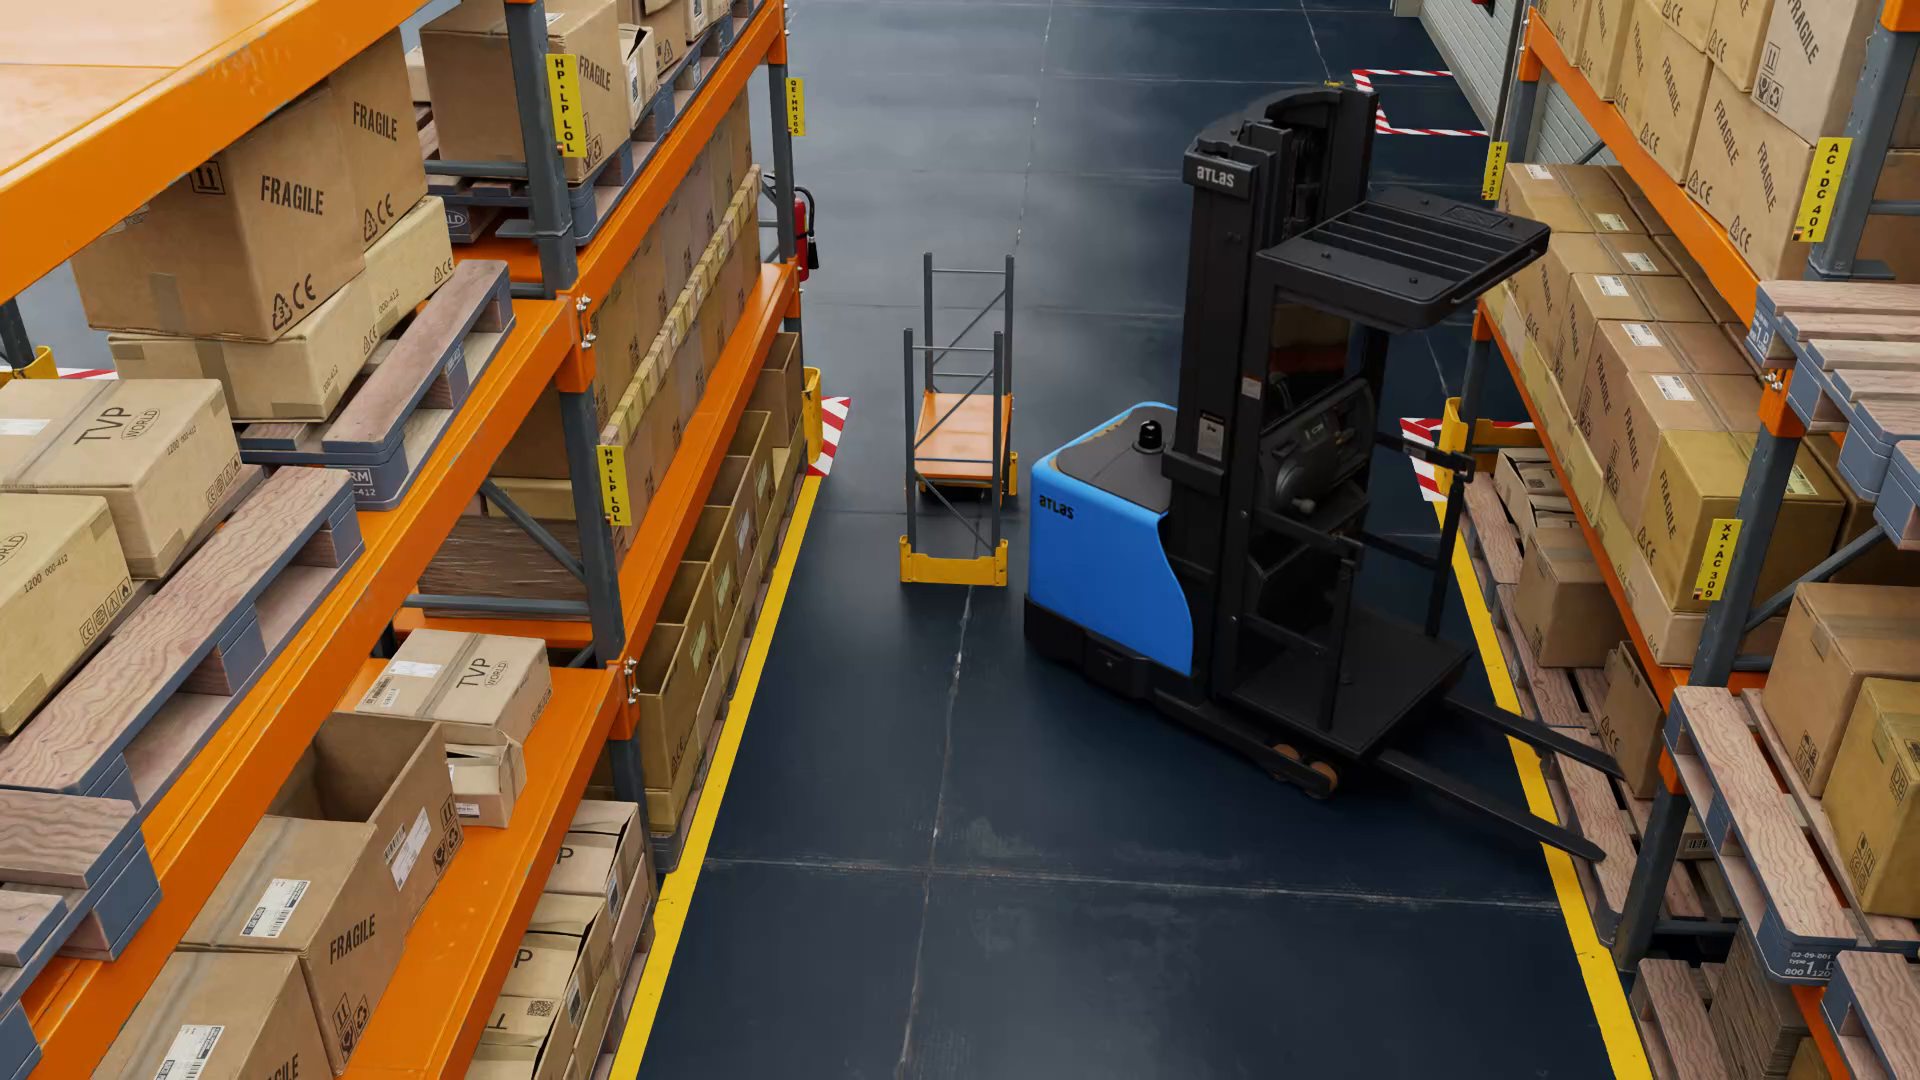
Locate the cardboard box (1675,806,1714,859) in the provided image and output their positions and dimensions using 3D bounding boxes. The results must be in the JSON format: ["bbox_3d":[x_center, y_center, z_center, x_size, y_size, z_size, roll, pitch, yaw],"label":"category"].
[{"bbox_3d":[3.168,1.195,7.013,0.380,0.166,0.250,-2,32,-2],"label":"cardboard box"}]

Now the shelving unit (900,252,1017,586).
[{"bbox_3d":[0.006,-0.678,9.201,0.587,1.500,1.083,2,32,4],"label":"shelving unit"}]

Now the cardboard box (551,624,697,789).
[{"bbox_3d":[-1.433,0.691,7.055,0.500,0.500,0.500,2,32,4],"label":"cardboard box"}]

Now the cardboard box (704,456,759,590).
[{"bbox_3d":[-1.313,-0.093,8.328,0.500,0.500,0.500,2,32,4],"label":"cardboard box"}]

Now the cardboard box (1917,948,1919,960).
[{"bbox_3d":[3.004,1.130,4.323,0.700,0.500,0.500,7,32,11],"label":"cardboard box"}]

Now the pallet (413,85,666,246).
[{"bbox_3d":[-1.739,-1.438,6.231,1.003,0.211,1.213,2,32,4],"label":"pallet"}]

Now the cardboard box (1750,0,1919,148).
[{"bbox_3d":[2.925,-1.570,5.292,0.500,0.500,0.500,0,32,0],"label":"cardboard box"}]

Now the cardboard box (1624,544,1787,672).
[{"bbox_3d":[2.891,0.252,6.386,0.500,0.250,0.500,3,32,4],"label":"cardboard box"}]

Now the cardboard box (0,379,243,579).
[{"bbox_3d":[-2.000,-0.147,3.793,0.500,0.250,0.500,0,32,0],"label":"cardboard box"}]

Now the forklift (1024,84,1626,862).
[{"bbox_3d":[1.765,-0.376,7.347,3.031,2.935,1.130,25,40,35],"label":"forklift"}]

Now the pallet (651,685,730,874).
[{"bbox_3d":[-1.677,1.021,7.672,1.003,0.211,1.213,2,32,4],"label":"pallet"}]

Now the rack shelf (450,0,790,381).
[{"bbox_3d":[-1.620,-1.769,7.368,1.077,0.370,4.000,2,32,4],"label":"rack shelf"}]

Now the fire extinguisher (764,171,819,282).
[{"bbox_3d":[-0.985,-1.853,9.751,0.296,0.674,0.183,2,32,4],"label":"fire extinguisher"}]

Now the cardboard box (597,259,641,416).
[{"bbox_3d":[-1.713,-0.843,6.708,0.700,0.500,0.500,2,32,4],"label":"cardboard box"}]

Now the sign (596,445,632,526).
[{"bbox_3d":[-1.241,-0.193,5.957,0.100,0.325,0.005,2,32,4],"label":"sign"}]

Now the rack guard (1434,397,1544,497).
[{"bbox_3d":[3.474,-0.530,9.914,1.175,0.500,0.348,2,32,4],"label":"rack guard"}]

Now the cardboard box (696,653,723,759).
[{"bbox_3d":[-1.397,0.749,7.676,0.500,0.250,0.500,2,32,4],"label":"cardboard box"}]

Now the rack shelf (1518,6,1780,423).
[{"bbox_3d":[3.317,-1.559,7.027,1.077,0.370,4.000,2,32,4],"label":"rack shelf"}]

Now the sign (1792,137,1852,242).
[{"bbox_3d":[2.613,-1.059,5.037,0.100,0.325,0.005,2,32,4],"label":"sign"}]

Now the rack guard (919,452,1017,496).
[{"bbox_3d":[0.047,-0.407,9.952,0.587,0.250,0.087,2,32,4],"label":"rack guard"}]

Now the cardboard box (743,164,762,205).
[{"bbox_3d":[-1.299,-1.954,9.129,0.380,0.149,0.250,2,32,3],"label":"cardboard box"}]

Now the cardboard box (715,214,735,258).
[{"bbox_3d":[-1.362,-1.552,8.477,0.380,0.149,0.250,3,32,5],"label":"cardboard box"}]

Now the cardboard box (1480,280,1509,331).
[{"bbox_3d":[3.124,-1.337,8.965,0.500,0.250,0.500,2,32,3],"label":"cardboard box"}]

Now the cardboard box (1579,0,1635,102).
[{"bbox_3d":[3.086,-2.247,7.344,0.500,0.500,0.500,4,32,6],"label":"cardboard box"}]

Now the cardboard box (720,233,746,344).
[{"bbox_3d":[-1.546,-1.368,8.795,0.700,0.500,0.500,3,32,5],"label":"cardboard box"}]

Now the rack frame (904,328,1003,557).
[{"bbox_3d":[-0.034,-0.417,8.778,0.500,1.500,0.032,2,32,4],"label":"rack frame"}]

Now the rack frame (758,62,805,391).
[{"bbox_3d":[-1.457,-1.844,9.663,1.000,3.000,0.127,2,32,4],"label":"rack frame"}]

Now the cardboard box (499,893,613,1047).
[{"bbox_3d":[-1.566,1.497,5.928,0.500,0.311,0.500,3,32,5],"label":"cardboard box"}]

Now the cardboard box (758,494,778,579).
[{"bbox_3d":[-1.274,-0.035,8.949,0.500,0.250,0.500,2,32,4],"label":"cardboard box"}]

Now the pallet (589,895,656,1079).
[{"bbox_3d":[-1.804,1.822,6.373,1.003,0.211,1.213,2,32,4],"label":"pallet"}]

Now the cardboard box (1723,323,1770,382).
[{"bbox_3d":[3.493,-0.574,7.011,0.500,0.500,0.500,3,32,5],"label":"cardboard box"}]

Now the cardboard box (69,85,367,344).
[{"bbox_3d":[-1.896,-0.844,4.209,0.500,0.500,0.500,5,32,9],"label":"cardboard box"}]

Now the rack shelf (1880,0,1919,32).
[{"bbox_3d":[2.992,-0.574,2.951,1.077,0.370,4.000,2,32,4],"label":"rack shelf"}]

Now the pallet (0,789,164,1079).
[{"bbox_3d":[-2.143,0.784,2.719,1.213,0.211,1.003,4,32,6],"label":"pallet"}]

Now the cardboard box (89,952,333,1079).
[{"bbox_3d":[-1.988,1.419,4.273,0.500,0.500,0.500,1,32,1],"label":"cardboard box"}]

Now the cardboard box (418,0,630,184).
[{"bbox_3d":[-1.479,-1.562,5.718,0.500,0.500,0.500,5,32,8],"label":"cardboard box"}]

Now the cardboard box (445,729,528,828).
[{"bbox_3d":[-1.672,0.773,5.545,0.396,0.266,0.258,2,32,3],"label":"cardboard box"}]

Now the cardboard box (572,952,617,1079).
[{"bbox_3d":[-1.571,1.733,6.079,0.500,0.250,0.500,2,32,3],"label":"cardboard box"}]

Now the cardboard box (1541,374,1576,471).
[{"bbox_3d":[3.005,-0.535,7.663,0.500,0.250,0.500,3,32,4],"label":"cardboard box"}]

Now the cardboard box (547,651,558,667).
[{"bbox_3d":[-1.911,0.408,7.515,0.500,0.500,0.500,2,32,4],"label":"cardboard box"}]

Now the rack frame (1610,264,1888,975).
[{"bbox_3d":[3.155,0.458,5.929,1.000,3.000,0.127,2,32,4],"label":"rack frame"}]

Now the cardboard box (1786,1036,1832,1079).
[{"bbox_3d":[3.119,1.992,5.401,0.700,0.500,0.500,2,32,3],"label":"cardboard box"}]

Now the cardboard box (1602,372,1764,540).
[{"bbox_3d":[2.920,-0.328,6.612,0.500,0.500,0.500,2,32,4],"label":"cardboard box"}]

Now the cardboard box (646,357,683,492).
[{"bbox_3d":[-1.672,-0.565,7.493,0.700,0.500,0.500,3,32,5],"label":"cardboard box"}]

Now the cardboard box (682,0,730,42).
[{"bbox_3d":[-1.334,-2.417,7.285,0.500,0.311,0.500,6,32,10],"label":"cardboard box"}]

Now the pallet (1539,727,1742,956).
[{"bbox_3d":[3.174,1.292,7.233,1.003,0.211,1.213,2,32,4],"label":"pallet"}]

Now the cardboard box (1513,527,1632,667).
[{"bbox_3d":[3.178,0.280,8.179,0.700,0.500,0.500,1,32,1],"label":"cardboard box"}]

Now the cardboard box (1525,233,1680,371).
[{"bbox_3d":[3.043,-1.133,7.919,0.500,0.500,0.500,1,32,2],"label":"cardboard box"}]

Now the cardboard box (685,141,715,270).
[{"bbox_3d":[-1.590,-1.628,7.982,0.700,0.500,0.500,3,32,4],"label":"cardboard box"}]

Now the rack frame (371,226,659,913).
[{"bbox_3d":[-1.783,0.248,6.269,1.000,3.000,0.127,2,32,4],"label":"rack frame"}]

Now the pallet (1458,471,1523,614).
[{"bbox_3d":[3.373,0.016,9.303,1.003,0.211,1.213,2,32,4],"label":"pallet"}]

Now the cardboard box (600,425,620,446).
[{"bbox_3d":[-1.548,-0.334,6.500,0.380,0.149,0.250,3,32,5],"label":"cardboard box"}]

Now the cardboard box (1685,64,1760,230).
[{"bbox_3d":[3.003,-1.409,5.984,0.500,0.500,0.500,0,32,0],"label":"cardboard box"}]

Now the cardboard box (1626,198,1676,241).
[{"bbox_3d":[3.603,-1.380,8.319,0.500,0.500,0.500,3,32,5],"label":"cardboard box"}]

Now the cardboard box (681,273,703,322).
[{"bbox_3d":[-1.423,-1.143,7.813,0.380,0.149,0.250,2,32,3],"label":"cardboard box"}]

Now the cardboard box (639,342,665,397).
[{"bbox_3d":[-1.486,-0.737,7.154,0.380,0.149,0.250,1,32,2],"label":"cardboard box"}]
